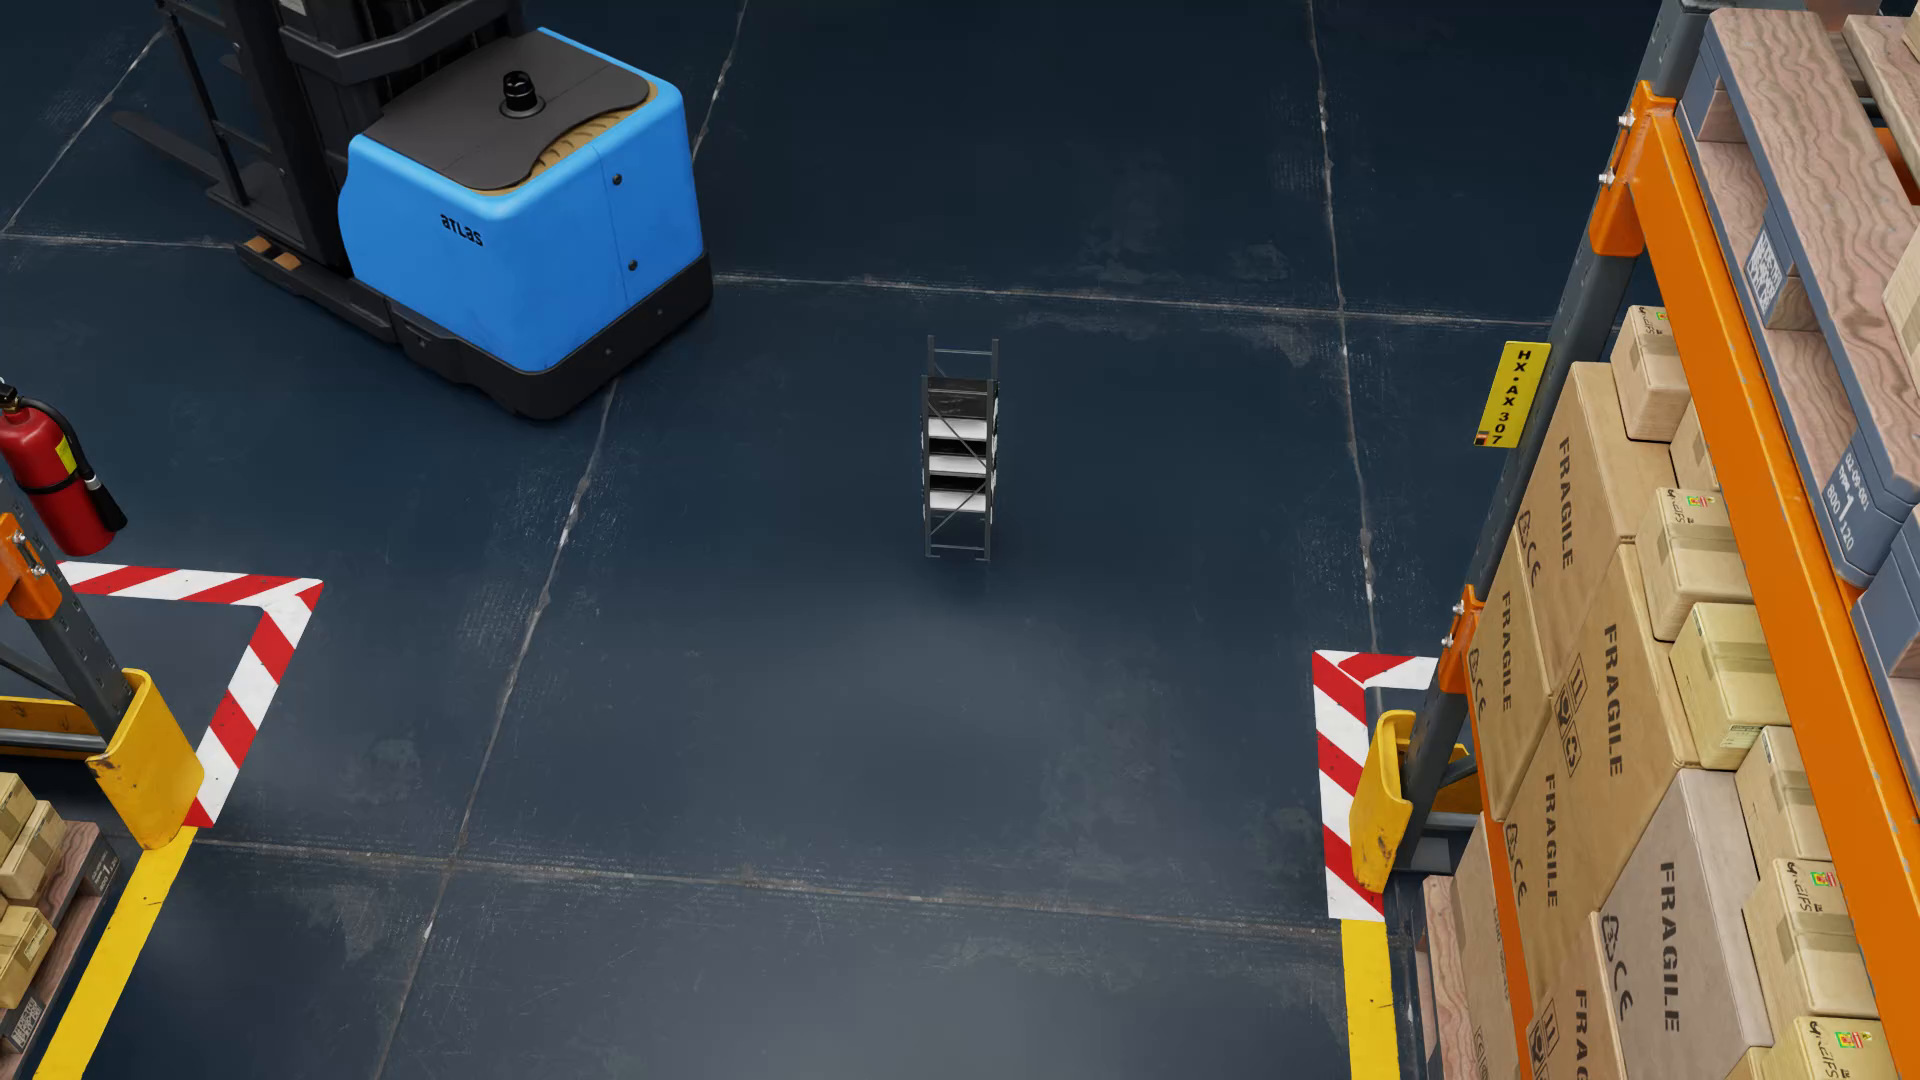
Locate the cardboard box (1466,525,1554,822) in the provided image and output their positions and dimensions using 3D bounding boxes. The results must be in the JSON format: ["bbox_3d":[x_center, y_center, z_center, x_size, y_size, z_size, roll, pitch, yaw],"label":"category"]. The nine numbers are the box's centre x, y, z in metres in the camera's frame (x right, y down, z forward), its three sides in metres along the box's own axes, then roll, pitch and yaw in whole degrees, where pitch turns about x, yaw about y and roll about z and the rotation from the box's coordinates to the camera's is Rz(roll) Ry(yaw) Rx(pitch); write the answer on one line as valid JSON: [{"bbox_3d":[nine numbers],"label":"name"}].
[{"bbox_3d":[1.511,0.324,3.853,0.500,0.500,0.500,4,48,3],"label":"cardboard box"}]

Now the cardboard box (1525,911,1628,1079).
[{"bbox_3d":[1.428,1.070,3.171,0.500,0.500,0.500,4,48,3],"label":"cardboard box"}]

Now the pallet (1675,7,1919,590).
[{"bbox_3d":[1.783,-0.412,2.621,1.003,0.211,1.213,4,48,4],"label":"pallet"}]

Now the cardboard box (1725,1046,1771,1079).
[{"bbox_3d":[1.389,1.112,2.454,0.500,0.500,0.500,4,48,4],"label":"cardboard box"}]

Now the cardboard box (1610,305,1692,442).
[{"bbox_3d":[1.532,-0.323,3.328,0.380,0.149,0.250,5,48,4],"label":"cardboard box"}]

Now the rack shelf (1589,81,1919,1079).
[{"bbox_3d":[1.658,0.725,2.009,1.077,0.370,4.000,4,48,4],"label":"rack shelf"}]

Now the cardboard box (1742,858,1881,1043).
[{"bbox_3d":[1.399,0.629,2.457,0.380,0.149,0.250,4,48,4],"label":"cardboard box"}]

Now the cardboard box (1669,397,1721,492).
[{"bbox_3d":[1.579,-0.126,3.148,0.380,0.149,0.250,5,48,4],"label":"cardboard box"}]

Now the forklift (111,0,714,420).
[{"bbox_3d":[-2.544,-2.356,6.419,3.031,2.935,1.130,28,54,23],"label":"forklift"}]

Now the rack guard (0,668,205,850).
[{"bbox_3d":[-3.105,0.665,5.303,1.175,0.500,0.348,4,48,4],"label":"rack guard"}]

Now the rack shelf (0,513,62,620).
[{"bbox_3d":[-3.281,1.478,3.353,1.077,0.370,4.000,4,48,4],"label":"rack shelf"}]

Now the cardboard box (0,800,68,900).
[{"bbox_3d":[-2.862,0.893,4.846,0.380,0.149,0.250,3,48,2],"label":"cardboard box"}]

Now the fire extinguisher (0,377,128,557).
[{"bbox_3d":[-2.616,-0.236,4.738,0.296,0.674,0.183,4,48,4],"label":"fire extinguisher"}]

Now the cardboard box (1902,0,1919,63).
[{"bbox_3d":[1.889,-0.776,2.643,0.500,0.250,0.500,0,48,0],"label":"cardboard box"}]

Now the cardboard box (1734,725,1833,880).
[{"bbox_3d":[1.464,0.448,2.622,0.380,0.149,0.250,4,48,4],"label":"cardboard box"}]

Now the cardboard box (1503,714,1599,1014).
[{"bbox_3d":[1.492,0.698,3.511,0.500,0.500,0.500,3,48,3],"label":"cardboard box"}]

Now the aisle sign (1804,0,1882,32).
[{"bbox_3d":[1.558,-0.925,3.302,0.394,0.787,0.004,4,48,4],"label":"aisle sign"}]

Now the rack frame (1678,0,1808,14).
[{"bbox_3d":[1.840,-2.000,1.981,1.000,3.000,0.127,4,48,4],"label":"rack frame"}]

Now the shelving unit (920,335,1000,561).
[{"bbox_3d":[0.001,-0.310,5.923,0.258,0.900,0.210,4,48,4],"label":"shelving unit"}]

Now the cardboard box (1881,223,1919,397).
[{"bbox_3d":[1.512,-0.294,2.272,0.380,0.149,0.250,5,48,5],"label":"cardboard box"}]

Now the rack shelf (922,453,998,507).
[{"bbox_3d":[0.001,-0.226,6.014,0.258,0.077,0.200,4,48,4],"label":"rack shelf"}]

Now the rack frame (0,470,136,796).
[{"bbox_3d":[-3.098,-0.234,4.431,1.000,3.000,0.127,4,48,4],"label":"rack frame"}]

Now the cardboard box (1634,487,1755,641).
[{"bbox_3d":[1.441,0.057,2.980,0.380,0.149,0.250,5,48,5],"label":"cardboard box"}]

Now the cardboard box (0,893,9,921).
[{"bbox_3d":[-2.940,1.081,4.674,0.380,0.149,0.250,3,48,3],"label":"cardboard box"}]

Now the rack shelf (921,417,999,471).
[{"bbox_3d":[0.001,-0.348,5.882,0.258,0.077,0.200,4,48,4],"label":"rack shelf"}]

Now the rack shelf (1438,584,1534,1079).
[{"bbox_3d":[1.658,1.737,3.116,1.077,0.370,4.000,4,48,4],"label":"rack shelf"}]

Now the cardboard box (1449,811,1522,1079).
[{"bbox_3d":[1.880,1.239,4.536,0.875,0.438,0.875,2,48,2],"label":"cardboard box"}]

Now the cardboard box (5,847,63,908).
[{"bbox_3d":[-2.939,0.987,4.962,0.380,0.149,0.250,5,48,4],"label":"cardboard box"}]

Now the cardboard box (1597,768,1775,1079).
[{"bbox_3d":[1.434,0.746,2.790,0.500,0.500,0.500,4,48,3],"label":"cardboard box"}]

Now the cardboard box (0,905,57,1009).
[{"bbox_3d":[-2.861,1.183,4.783,0.380,0.149,0.250,5,48,5],"label":"cardboard box"}]

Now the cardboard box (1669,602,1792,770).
[{"bbox_3d":[1.435,0.252,2.802,0.380,0.149,0.250,2,48,2],"label":"cardboard box"}]

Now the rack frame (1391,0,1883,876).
[{"bbox_3d":[1.840,0.024,4.195,1.000,3.000,0.127,4,48,4],"label":"rack frame"}]

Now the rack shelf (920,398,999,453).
[{"bbox_3d":[0.001,-0.409,5.815,0.258,0.077,0.200,4,48,4],"label":"rack shelf"}]

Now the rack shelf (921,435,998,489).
[{"bbox_3d":[0.001,-0.287,5.948,0.258,0.077,0.200,4,48,4],"label":"rack shelf"}]

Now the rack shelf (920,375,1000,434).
[{"bbox_3d":[0.001,-0.469,5.749,0.258,0.077,0.200,4,48,4],"label":"rack shelf"}]

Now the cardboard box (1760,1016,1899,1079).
[{"bbox_3d":[1.349,0.813,2.288,0.380,0.149,0.250,3,48,3],"label":"cardboard box"}]

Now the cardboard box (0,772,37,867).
[{"bbox_3d":[-2.894,0.792,4.737,0.380,0.149,0.250,4,48,4],"label":"cardboard box"}]

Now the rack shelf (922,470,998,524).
[{"bbox_3d":[0.001,-0.166,6.081,0.258,0.077,0.200,4,48,4],"label":"rack shelf"}]

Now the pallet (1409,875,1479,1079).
[{"bbox_3d":[1.845,1.558,4.682,1.003,0.211,1.213,4,48,4],"label":"pallet"}]

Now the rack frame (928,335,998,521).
[{"bbox_3d":[0.010,-0.384,5.992,0.240,0.900,0.006,4,48,4],"label":"rack frame"}]

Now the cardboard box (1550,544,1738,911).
[{"bbox_3d":[1.473,0.367,3.136,0.500,0.500,0.500,3,48,2],"label":"cardboard box"}]

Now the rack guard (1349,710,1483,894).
[{"bbox_3d":[1.842,0.850,5.133,1.175,0.500,0.348,4,48,4],"label":"rack guard"}]

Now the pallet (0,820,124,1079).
[{"bbox_3d":[-3.215,1.357,4.865,1.003,0.211,1.213,4,48,4],"label":"pallet"}]

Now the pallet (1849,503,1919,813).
[{"bbox_3d":[1.674,0.487,1.799,1.003,0.211,1.213,4,48,4],"label":"pallet"}]

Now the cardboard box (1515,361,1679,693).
[{"bbox_3d":[1.513,-0.013,3.484,0.500,0.500,0.500,3,48,3],"label":"cardboard box"}]

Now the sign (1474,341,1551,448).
[{"bbox_3d":[1.288,-0.336,3.884,0.100,0.325,0.005,4,48,4],"label":"sign"}]

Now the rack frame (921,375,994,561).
[{"bbox_3d":[-0.009,-0.235,5.855,0.240,0.900,0.006,4,48,4],"label":"rack frame"}]
